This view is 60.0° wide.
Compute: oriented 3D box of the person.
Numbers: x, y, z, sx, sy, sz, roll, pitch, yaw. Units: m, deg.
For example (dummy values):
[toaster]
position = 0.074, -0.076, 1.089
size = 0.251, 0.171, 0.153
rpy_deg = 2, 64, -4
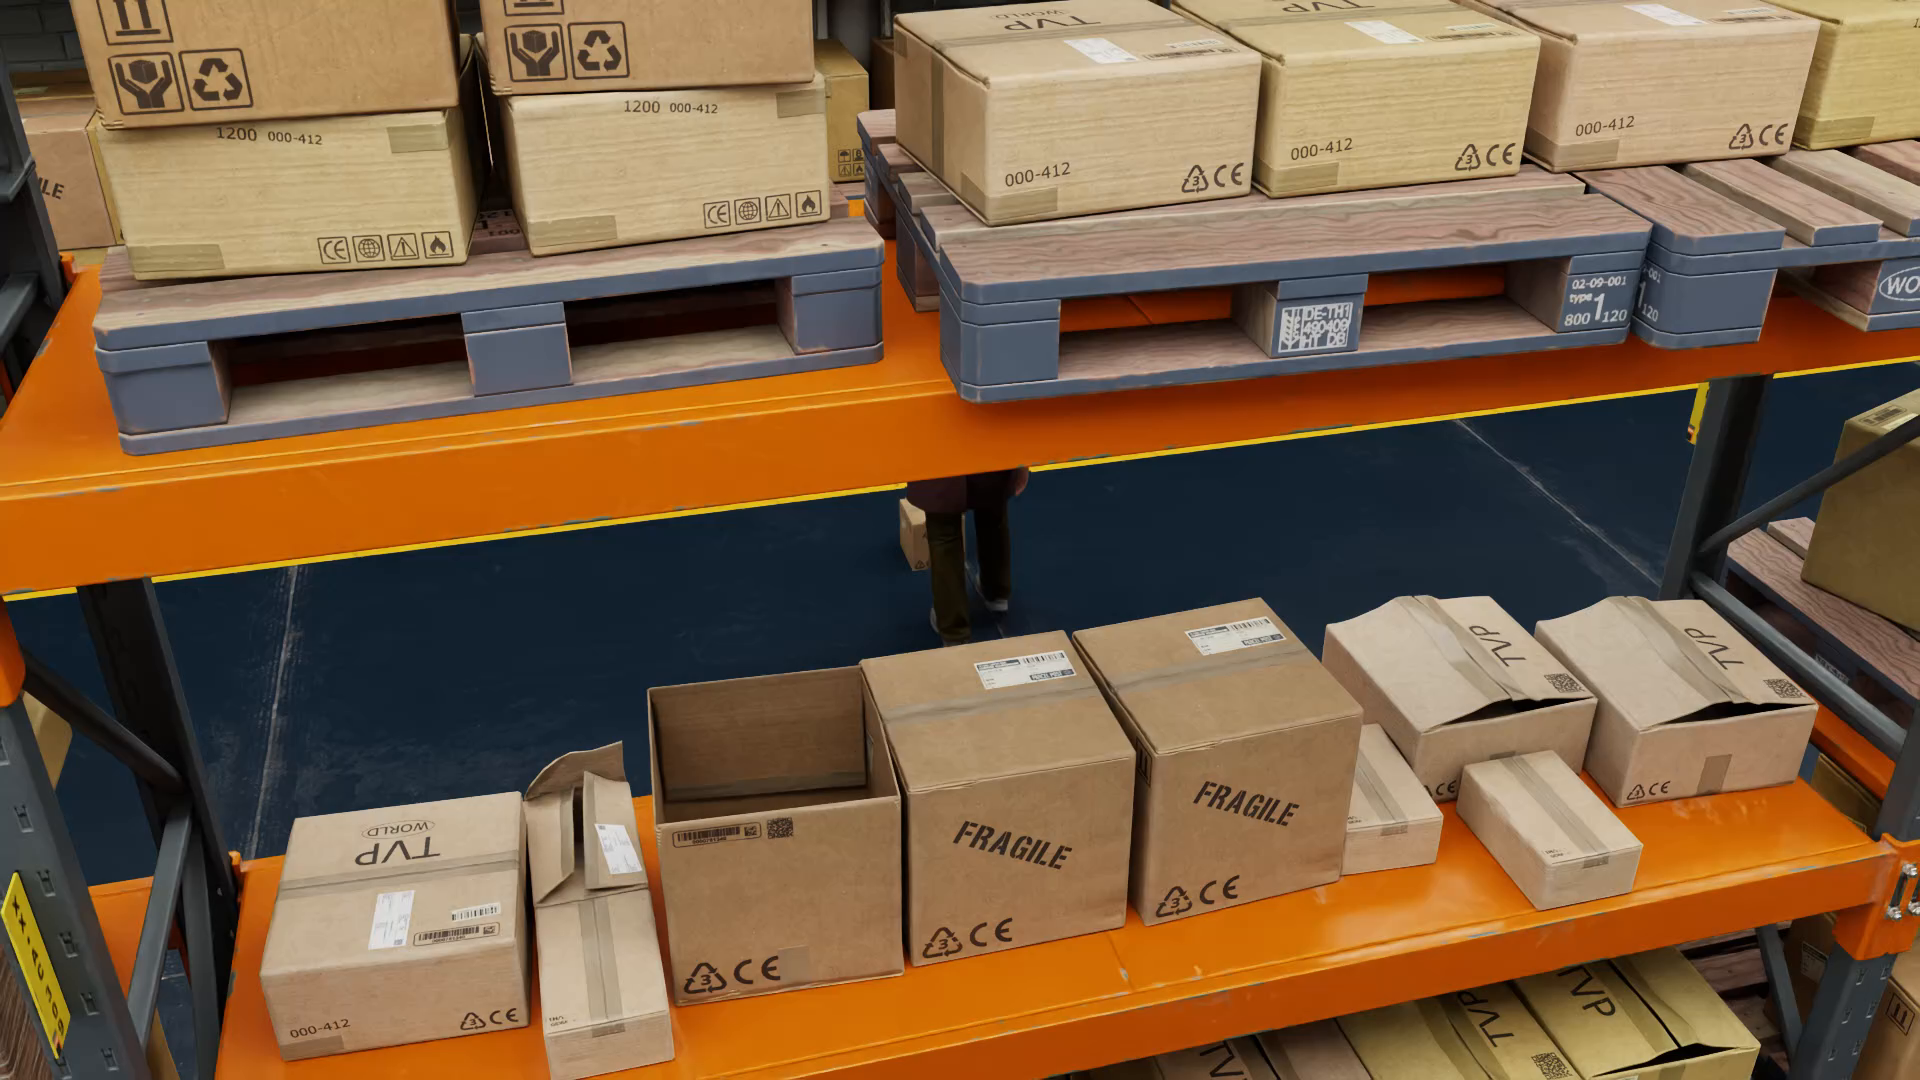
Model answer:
[person]
position = -0.036, -0.426, 6.876
size = 0.614, 1.784, 0.645
rpy_deg = -4, 30, -6
